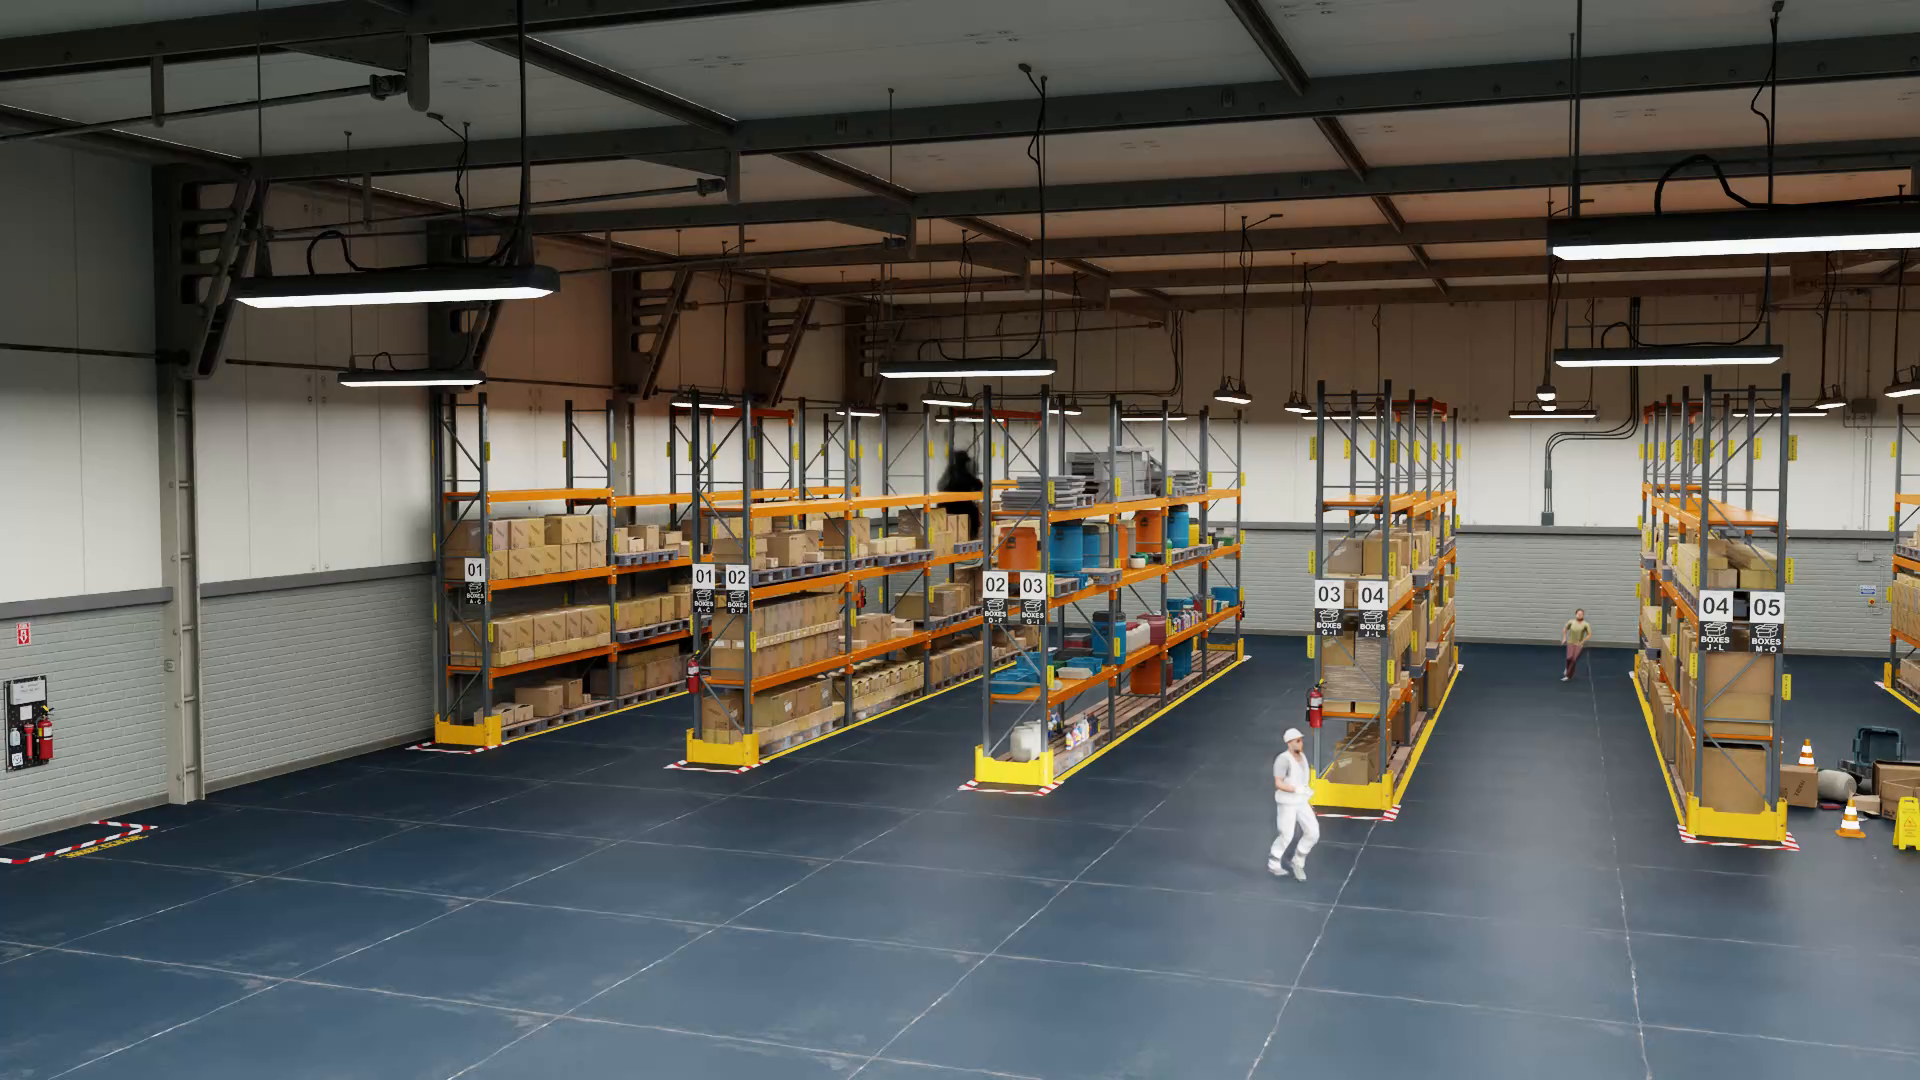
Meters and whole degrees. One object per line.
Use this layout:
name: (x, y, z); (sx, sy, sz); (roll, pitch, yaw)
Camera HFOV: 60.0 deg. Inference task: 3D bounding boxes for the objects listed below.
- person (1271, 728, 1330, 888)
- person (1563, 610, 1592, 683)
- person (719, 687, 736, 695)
person: (3.968, 3.091, 19.255); (0.686, 1.863, 0.781); (-3, 4, -40)
person: (13.377, 2.296, 36.026); (0.613, 1.577, 0.717); (1, 3, 26)
person: (-4.166, 2.506, 30.078); (0.670, 1.749, 0.872); (0, 3, 9)
